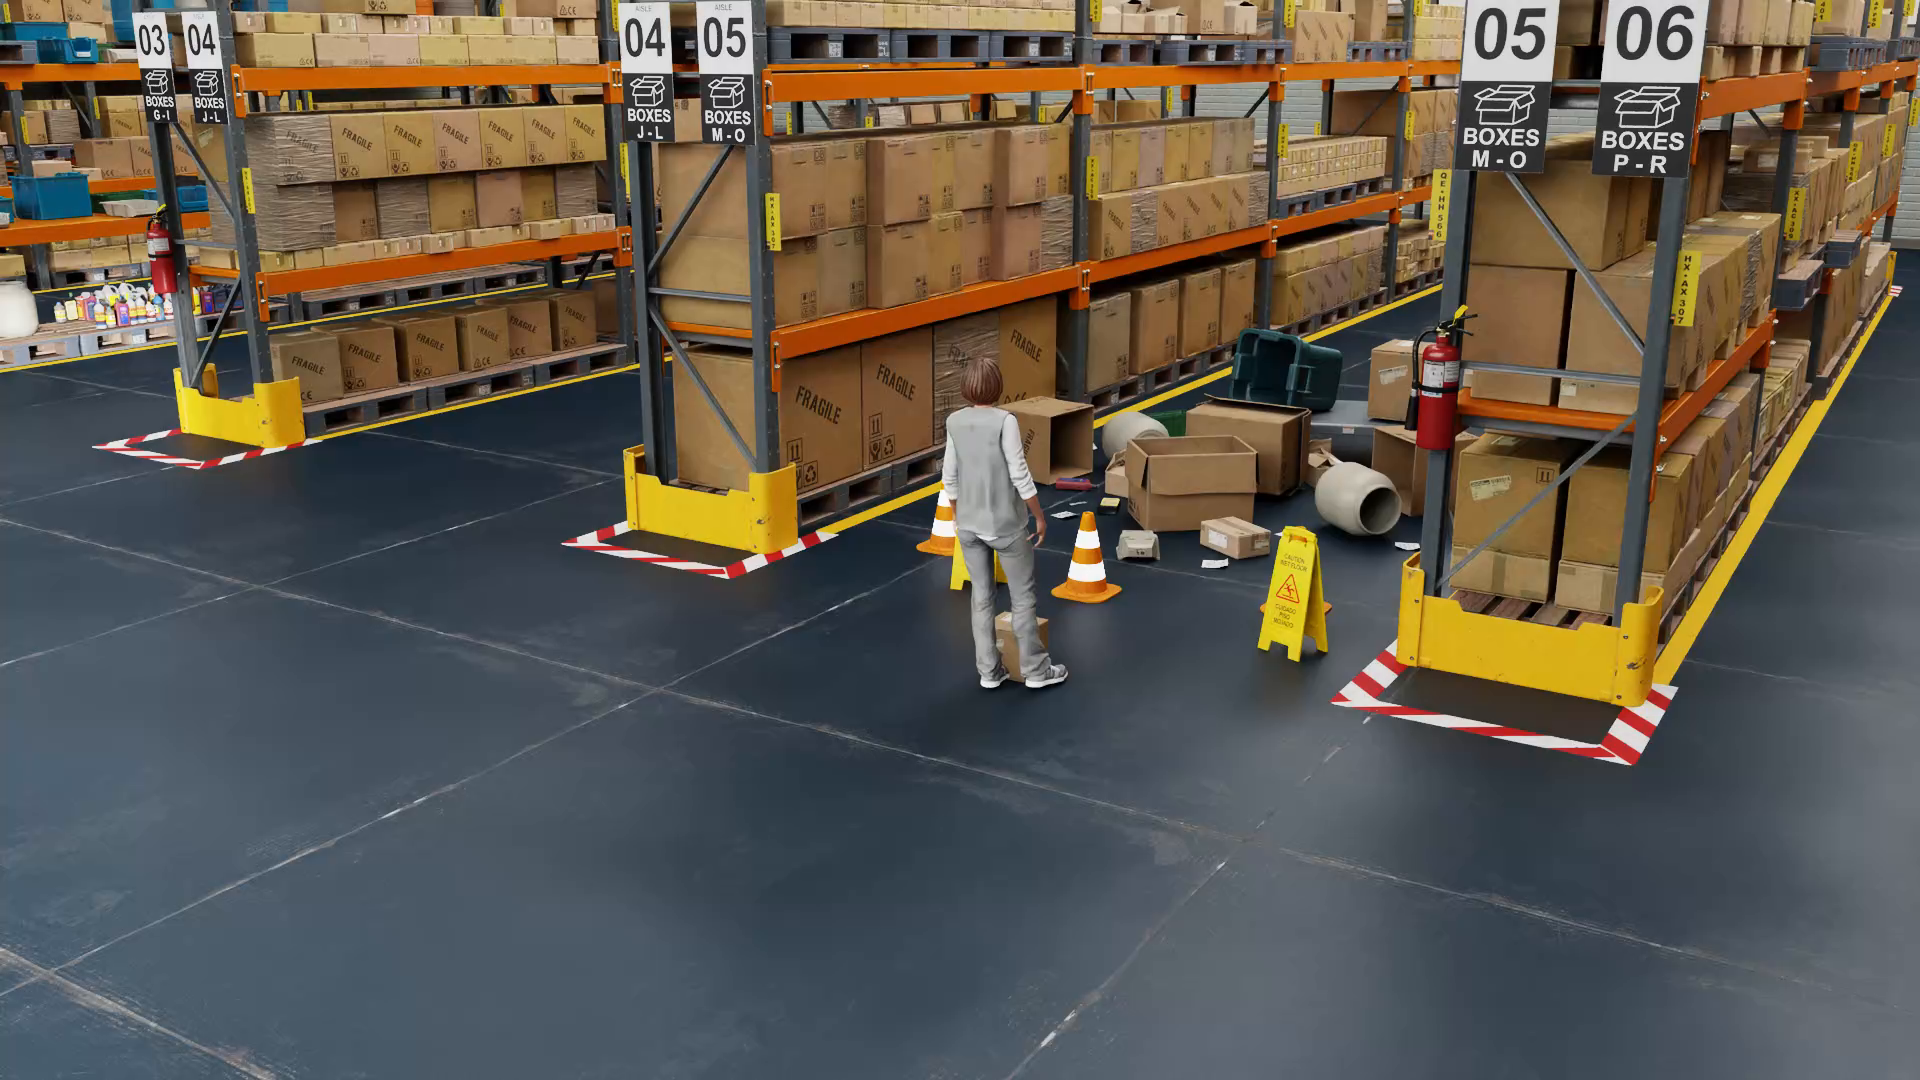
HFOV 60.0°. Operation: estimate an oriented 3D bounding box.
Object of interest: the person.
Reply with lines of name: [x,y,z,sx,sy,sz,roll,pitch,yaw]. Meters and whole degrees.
person: [0.200,-0.081,7.794,0.521,1.600,0.472,10,19,30]
